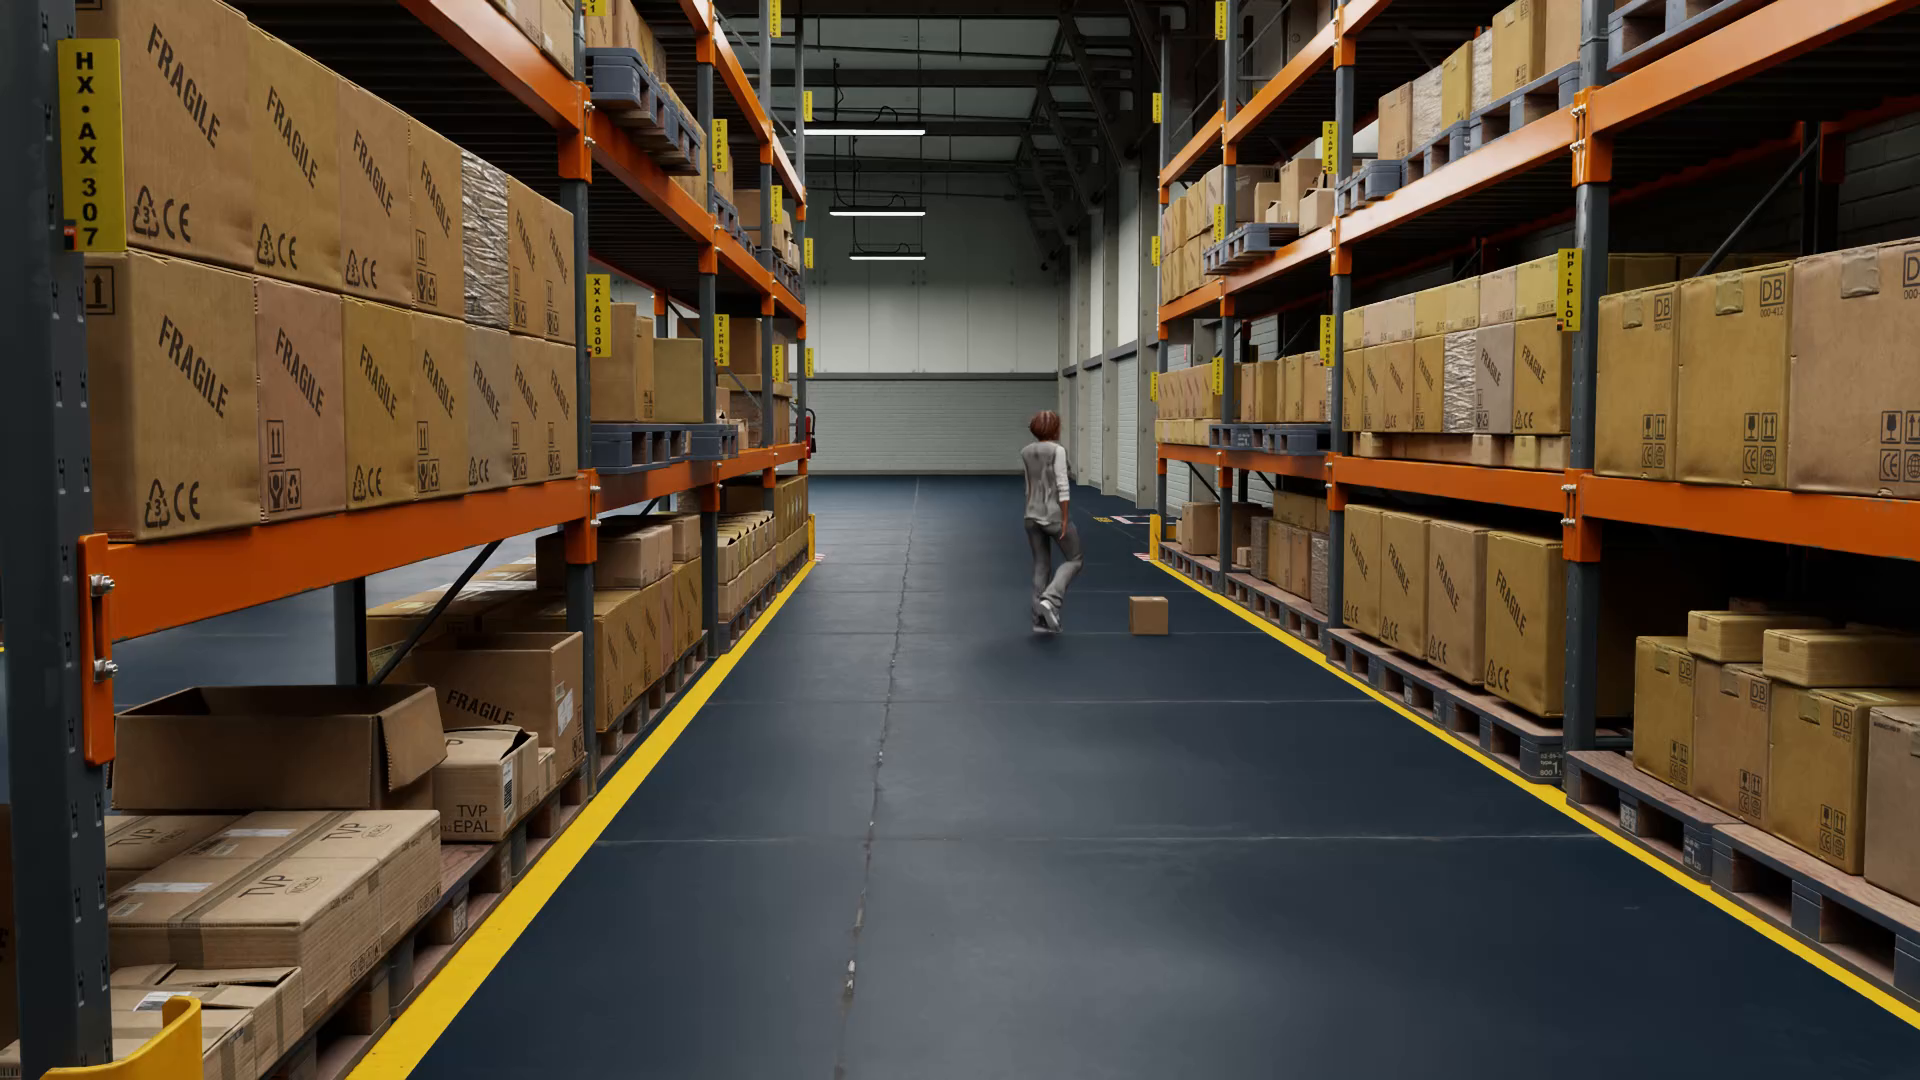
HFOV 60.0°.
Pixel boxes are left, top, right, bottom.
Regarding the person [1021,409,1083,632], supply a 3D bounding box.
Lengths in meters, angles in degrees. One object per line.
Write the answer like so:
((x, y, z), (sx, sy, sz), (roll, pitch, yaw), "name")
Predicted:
((0.642, -0.131, 11.845), (0.424, 1.593, 0.427), (3, 5, 37), "person")
